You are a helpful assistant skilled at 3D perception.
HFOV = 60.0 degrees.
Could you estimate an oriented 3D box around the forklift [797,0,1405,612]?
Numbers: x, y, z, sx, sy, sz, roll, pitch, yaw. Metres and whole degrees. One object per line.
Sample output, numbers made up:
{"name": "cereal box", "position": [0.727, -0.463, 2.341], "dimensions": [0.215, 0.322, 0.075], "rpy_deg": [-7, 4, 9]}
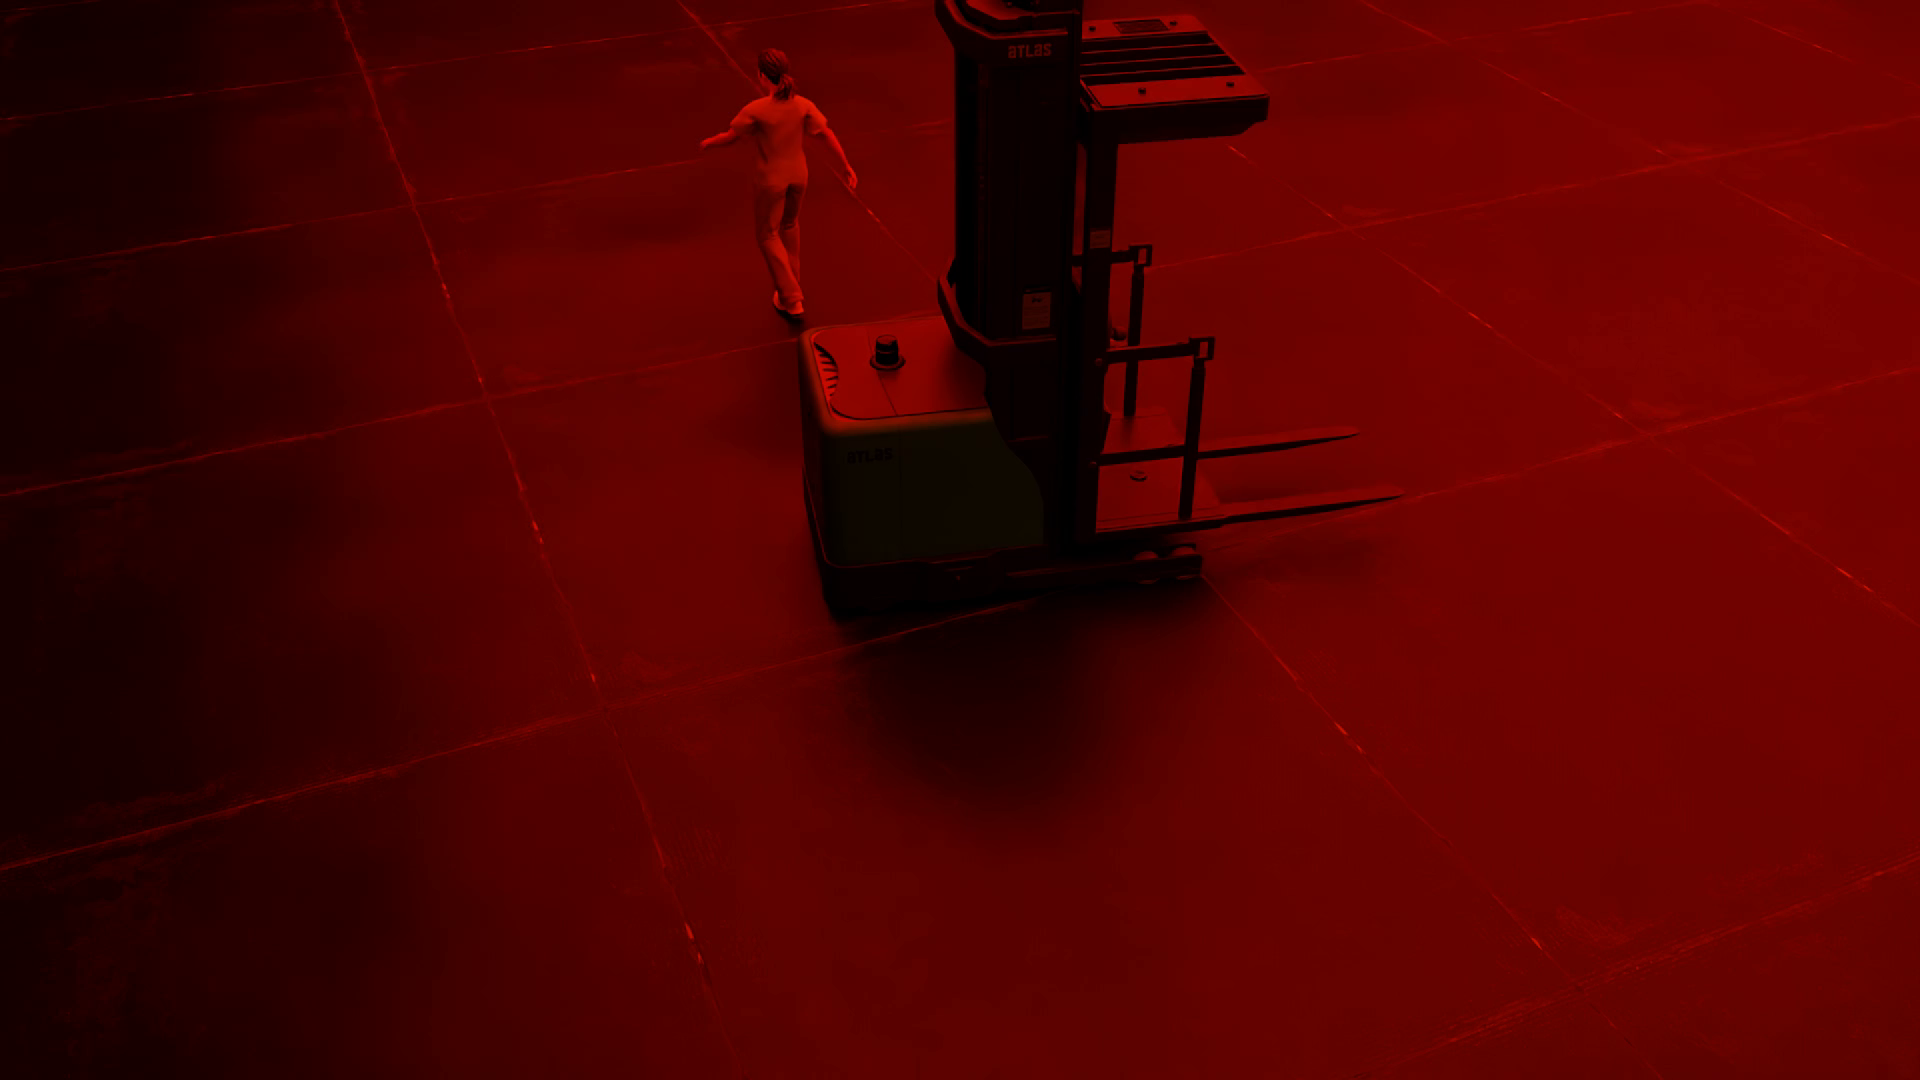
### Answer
{"name": "forklift", "position": [0.748, -1.267, 7.881], "dimensions": [3.031, 2.935, 1.130], "rpy_deg": [-7, 36, -9]}

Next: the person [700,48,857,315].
{"name": "person", "position": [-1.102, -2.255, 10.385], "dimensions": [0.846, 1.658, 0.734], "rpy_deg": [-17, 39, -22]}
